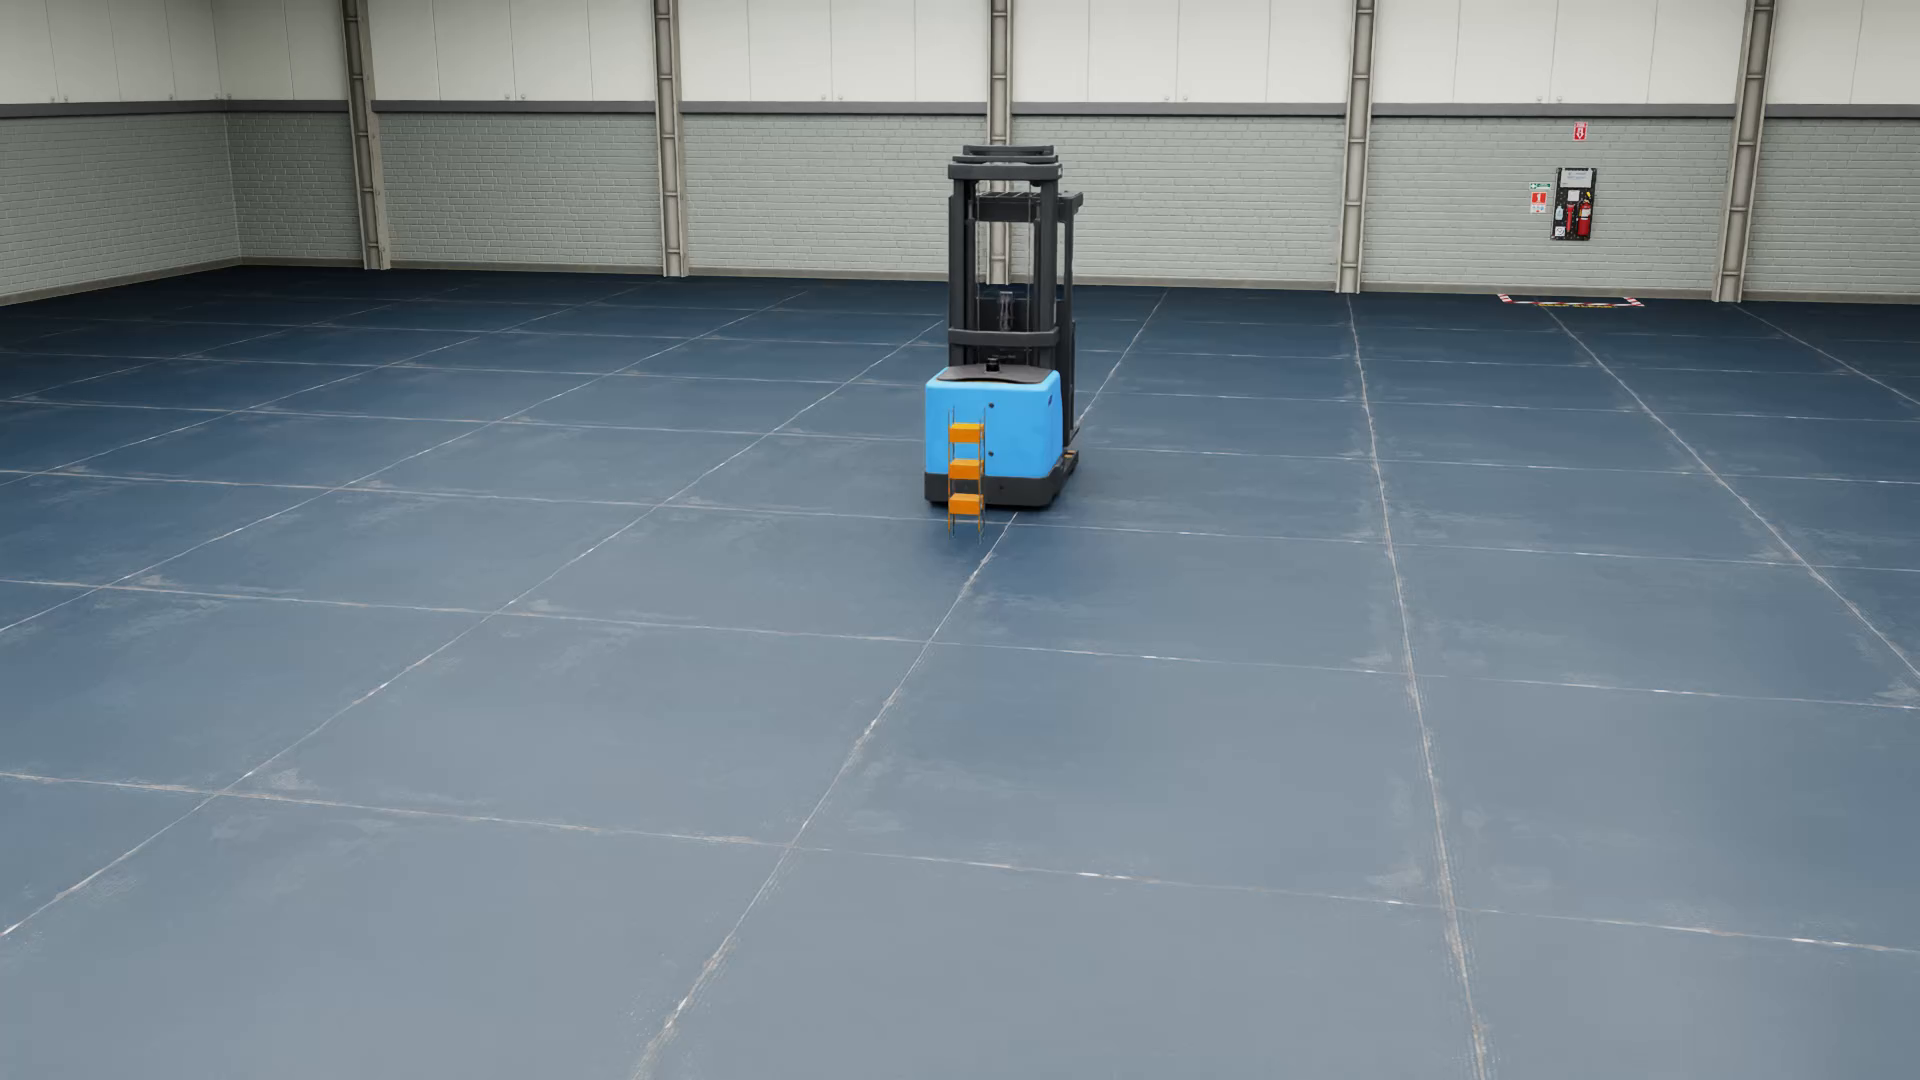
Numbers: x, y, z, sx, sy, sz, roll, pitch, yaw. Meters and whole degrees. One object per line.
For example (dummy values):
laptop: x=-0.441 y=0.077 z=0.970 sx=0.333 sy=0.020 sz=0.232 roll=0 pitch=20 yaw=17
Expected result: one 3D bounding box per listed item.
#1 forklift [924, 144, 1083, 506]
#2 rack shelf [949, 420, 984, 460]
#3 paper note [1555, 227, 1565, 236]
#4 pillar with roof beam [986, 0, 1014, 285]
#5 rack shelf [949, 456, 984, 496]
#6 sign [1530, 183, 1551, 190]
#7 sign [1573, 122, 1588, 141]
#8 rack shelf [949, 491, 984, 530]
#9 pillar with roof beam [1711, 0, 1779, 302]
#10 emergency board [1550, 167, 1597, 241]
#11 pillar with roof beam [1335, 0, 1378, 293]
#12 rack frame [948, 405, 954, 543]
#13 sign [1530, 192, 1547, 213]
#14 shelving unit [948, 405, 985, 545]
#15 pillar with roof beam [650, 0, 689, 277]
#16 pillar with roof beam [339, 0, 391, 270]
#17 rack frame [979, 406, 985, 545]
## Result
forklift: x=0.489 y=-2.039 z=14.862 sx=1.130 sy=2.935 sz=3.031 roll=3 pitch=16 yaw=11
rack shelf: x=0.052 y=-0.766 z=12.769 sx=0.240 sy=0.259 sz=0.215 roll=3 pitch=16 yaw=11
paper note: x=9.871 y=-5.077 z=27.350 sx=0.142 sy=0.148 sz=0.016 roll=3 pitch=16 yaw=11
pillar with roof beam: x=-0.173 y=-7.735 z=24.060 sx=0.400 sy=9.000 sz=9.100 roll=3 pitch=16 yaw=11
rack shelf: x=0.052 y=-0.493 z=12.844 sx=0.240 sy=0.259 sz=0.215 roll=3 pitch=16 yaw=11
sign: x=9.512 y=-5.800 z=27.252 sx=0.331 sy=0.109 sz=0.001 roll=3 pitch=16 yaw=11
sign: x=10.042 y=-6.617 z=26.919 sx=0.199 sy=0.298 sz=0.001 roll=3 pitch=16 yaw=11
rack shelf: x=0.052 y=-0.225 z=12.919 sx=0.240 sy=0.259 sz=0.215 roll=3 pitch=16 yaw=11
pillar with roof beam: x=11.586 y=-7.097 z=21.756 sx=0.400 sy=9.000 sz=9.100 roll=3 pitch=16 yaw=11
emergency board: x=10.030 y=-5.474 z=27.133 sx=0.643 sy=1.169 sz=0.194 roll=3 pitch=16 yaw=11
pillar with roof beam: x=5.707 y=-7.416 z=22.908 sx=0.400 sy=9.000 sz=9.100 roll=3 pitch=16 yaw=11
rack frame: x=-0.067 y=-0.510 z=12.865 sx=0.008 sy=1.050 sz=0.200 roll=3 pitch=16 yaw=11
sign: x=9.509 y=-5.547 z=27.332 sx=0.234 sy=0.329 sz=0.001 roll=3 pitch=16 yaw=11
shelving unit: x=0.052 y=-0.503 z=12.842 sx=0.252 sy=1.050 sz=0.215 roll=3 pitch=16 yaw=11
pillar with roof beam: x=-6.053 y=-8.055 z=25.213 sx=0.400 sy=9.000 sz=9.100 roll=3 pitch=16 yaw=11
pillar with roof beam: x=-11.932 y=-8.374 z=26.365 sx=0.400 sy=9.000 sz=9.100 roll=3 pitch=16 yaw=11
rack frame: x=0.172 y=-0.497 z=12.818 sx=0.008 sy=1.050 sz=0.200 roll=3 pitch=16 yaw=11
